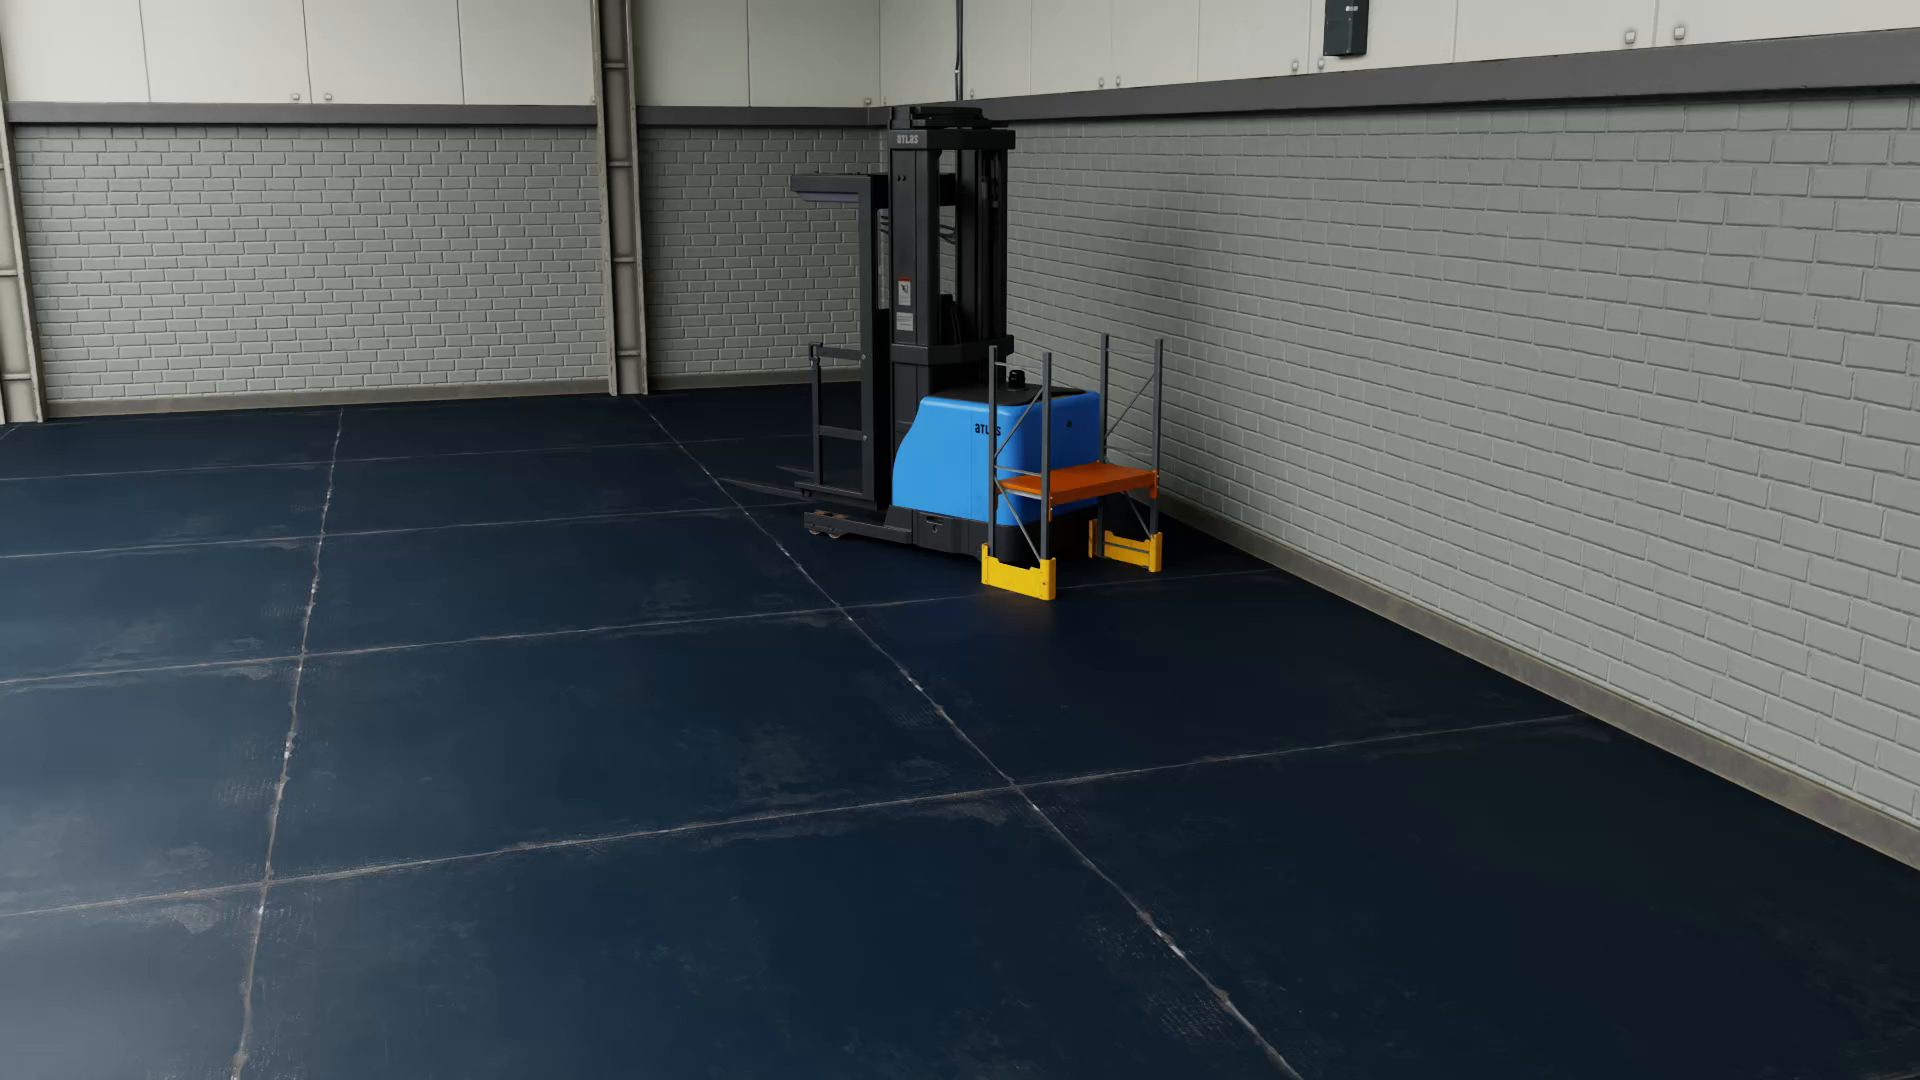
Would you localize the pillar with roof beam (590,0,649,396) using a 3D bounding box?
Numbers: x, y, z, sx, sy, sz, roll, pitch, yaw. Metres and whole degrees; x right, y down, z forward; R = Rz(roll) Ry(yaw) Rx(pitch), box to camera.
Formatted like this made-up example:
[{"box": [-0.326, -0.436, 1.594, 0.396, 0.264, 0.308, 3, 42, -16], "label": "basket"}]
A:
[{"box": [-2.320, -5.072, 13.518, 0.400, 9.000, 9.100, -4, 14, -18], "label": "pillar with roof beam"}]

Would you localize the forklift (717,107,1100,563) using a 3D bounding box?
[{"box": [-0.478, -1.518, 11.692, 3.031, 2.935, 1.130, 11, 17, 39], "label": "forklift"}]

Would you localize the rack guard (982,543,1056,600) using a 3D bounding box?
[{"box": [0.360, 0.191, 10.299, 0.087, 0.250, 0.587, -12, 18, -42], "label": "rack guard"}]

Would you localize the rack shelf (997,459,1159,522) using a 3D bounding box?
[{"box": [0.730, -0.322, 10.534, 1.000, 0.185, 0.538, -12, 18, -42], "label": "rack shelf"}]

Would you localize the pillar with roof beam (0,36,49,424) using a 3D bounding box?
[{"box": [-8.006, -4.629, 11.657, 0.400, 9.000, 9.100, -4, 14, -18], "label": "pillar with roof beam"}]

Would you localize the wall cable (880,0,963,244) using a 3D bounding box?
[{"box": [-0.479, -4.433, 17.542, 0.112, 2.526, 3.097, -4, 14, -18], "label": "wall cable"}]

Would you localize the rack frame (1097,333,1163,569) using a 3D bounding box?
[{"box": [1.100, -0.578, 10.831, 0.032, 1.500, 0.500, -12, 18, -42], "label": "rack frame"}]

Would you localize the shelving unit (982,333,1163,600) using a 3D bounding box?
[{"box": [0.723, -0.496, 10.487, 1.083, 1.500, 0.587, -12, 18, -42], "label": "shelving unit"}]

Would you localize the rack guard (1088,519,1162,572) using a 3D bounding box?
[{"box": [1.086, 0.033, 10.963, 0.087, 0.250, 0.587, -12, 18, -42], "label": "rack guard"}]

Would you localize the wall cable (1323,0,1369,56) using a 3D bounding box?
[{"box": [2.534, -5.514, 8.031, 0.169, 6.003, 2.305, -4, 14, -18], "label": "wall cable"}]

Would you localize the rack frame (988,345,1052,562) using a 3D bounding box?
[{"box": [0.359, -0.417, 10.154, 0.032, 1.500, 0.500, -12, 18, -42], "label": "rack frame"}]
